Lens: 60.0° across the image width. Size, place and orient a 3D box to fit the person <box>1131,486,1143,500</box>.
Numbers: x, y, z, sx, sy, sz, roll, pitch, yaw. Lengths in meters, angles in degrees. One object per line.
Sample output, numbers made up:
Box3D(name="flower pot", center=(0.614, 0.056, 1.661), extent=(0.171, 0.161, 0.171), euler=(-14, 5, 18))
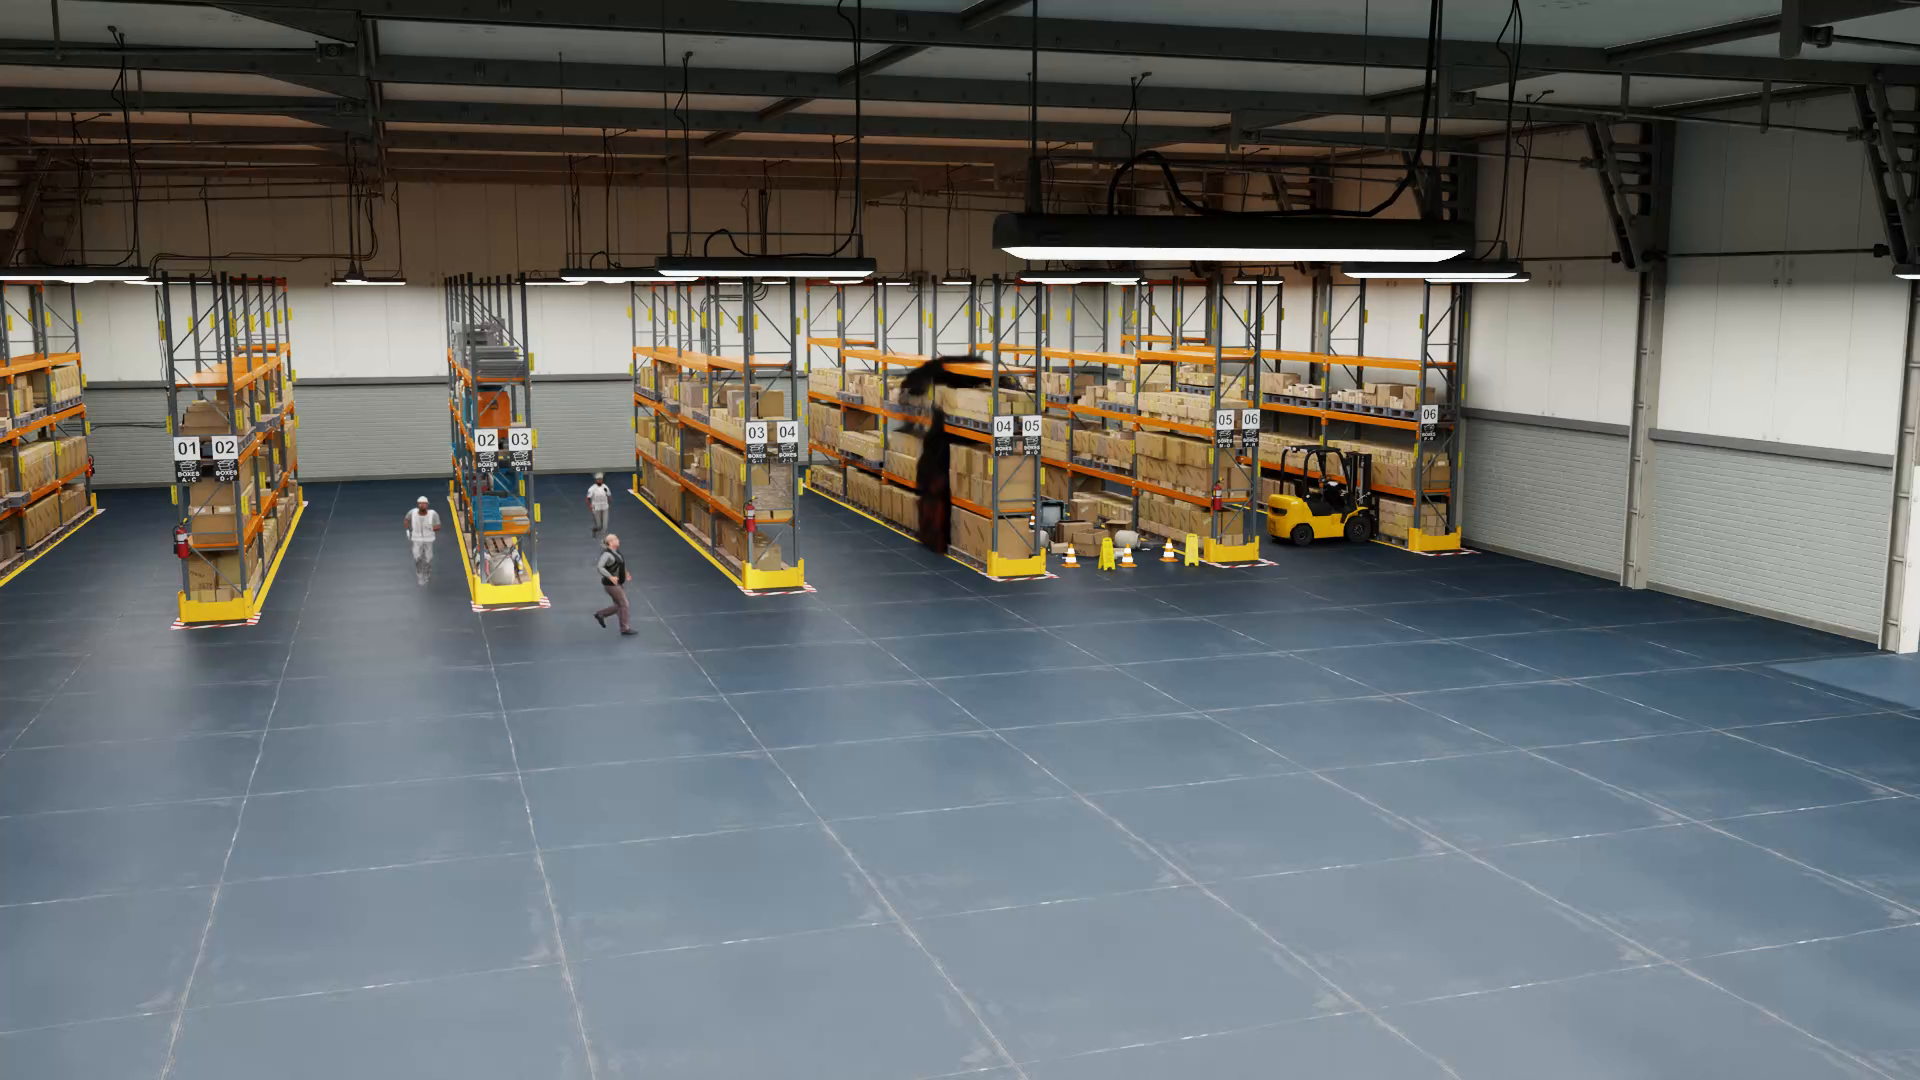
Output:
Box3D(name="person", center=(4.647, -1.688, 43.436), extent=(0.567, 1.663, 0.867), euler=(-3, 9, -19))

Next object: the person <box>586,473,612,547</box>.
Box3D(name="person", center=(-8.067, -0.689, 37.239), extent=(0.582, 1.665, 0.578), euler=(-4, 10, -27))

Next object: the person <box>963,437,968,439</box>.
Box3D(name="person", center=(0.219, -2.880, 51.266), extent=(0.695, 1.715, 0.693), euler=(-1, 9, -6))

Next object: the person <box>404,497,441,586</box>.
Box3D(name="person", center=(-10.346, 0.023, 32.057), extent=(0.662, 1.744, 0.766), euler=(-3, 9, -17))

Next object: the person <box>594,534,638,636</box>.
Box3D(name="person", center=(-5.753, 0.747, 27.581), extent=(0.783, 1.690, 0.691), euler=(1, 9, 6))
